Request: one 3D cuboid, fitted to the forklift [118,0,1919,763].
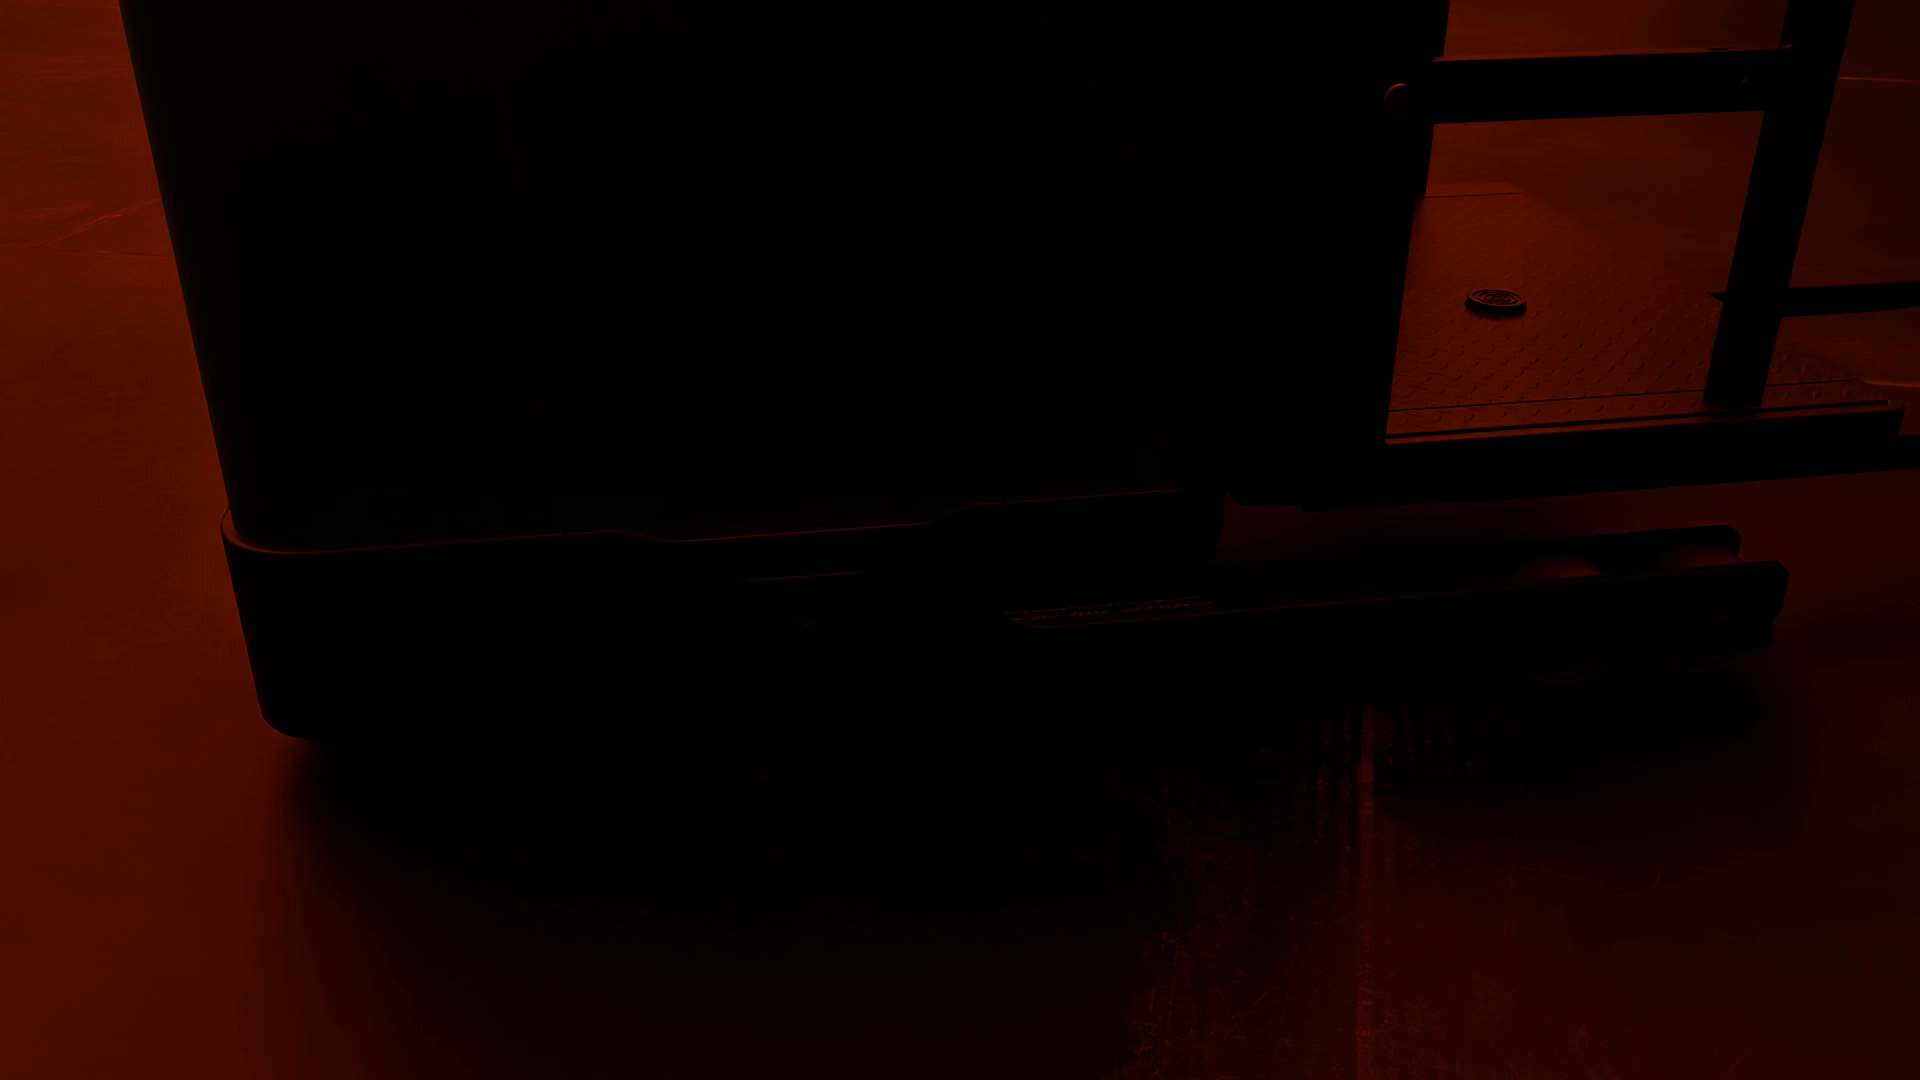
[{"bbox_3d":[0.600,-1.354,1.930,3.031,2.935,1.130,-4,27,-9],"label":"forklift"}]
